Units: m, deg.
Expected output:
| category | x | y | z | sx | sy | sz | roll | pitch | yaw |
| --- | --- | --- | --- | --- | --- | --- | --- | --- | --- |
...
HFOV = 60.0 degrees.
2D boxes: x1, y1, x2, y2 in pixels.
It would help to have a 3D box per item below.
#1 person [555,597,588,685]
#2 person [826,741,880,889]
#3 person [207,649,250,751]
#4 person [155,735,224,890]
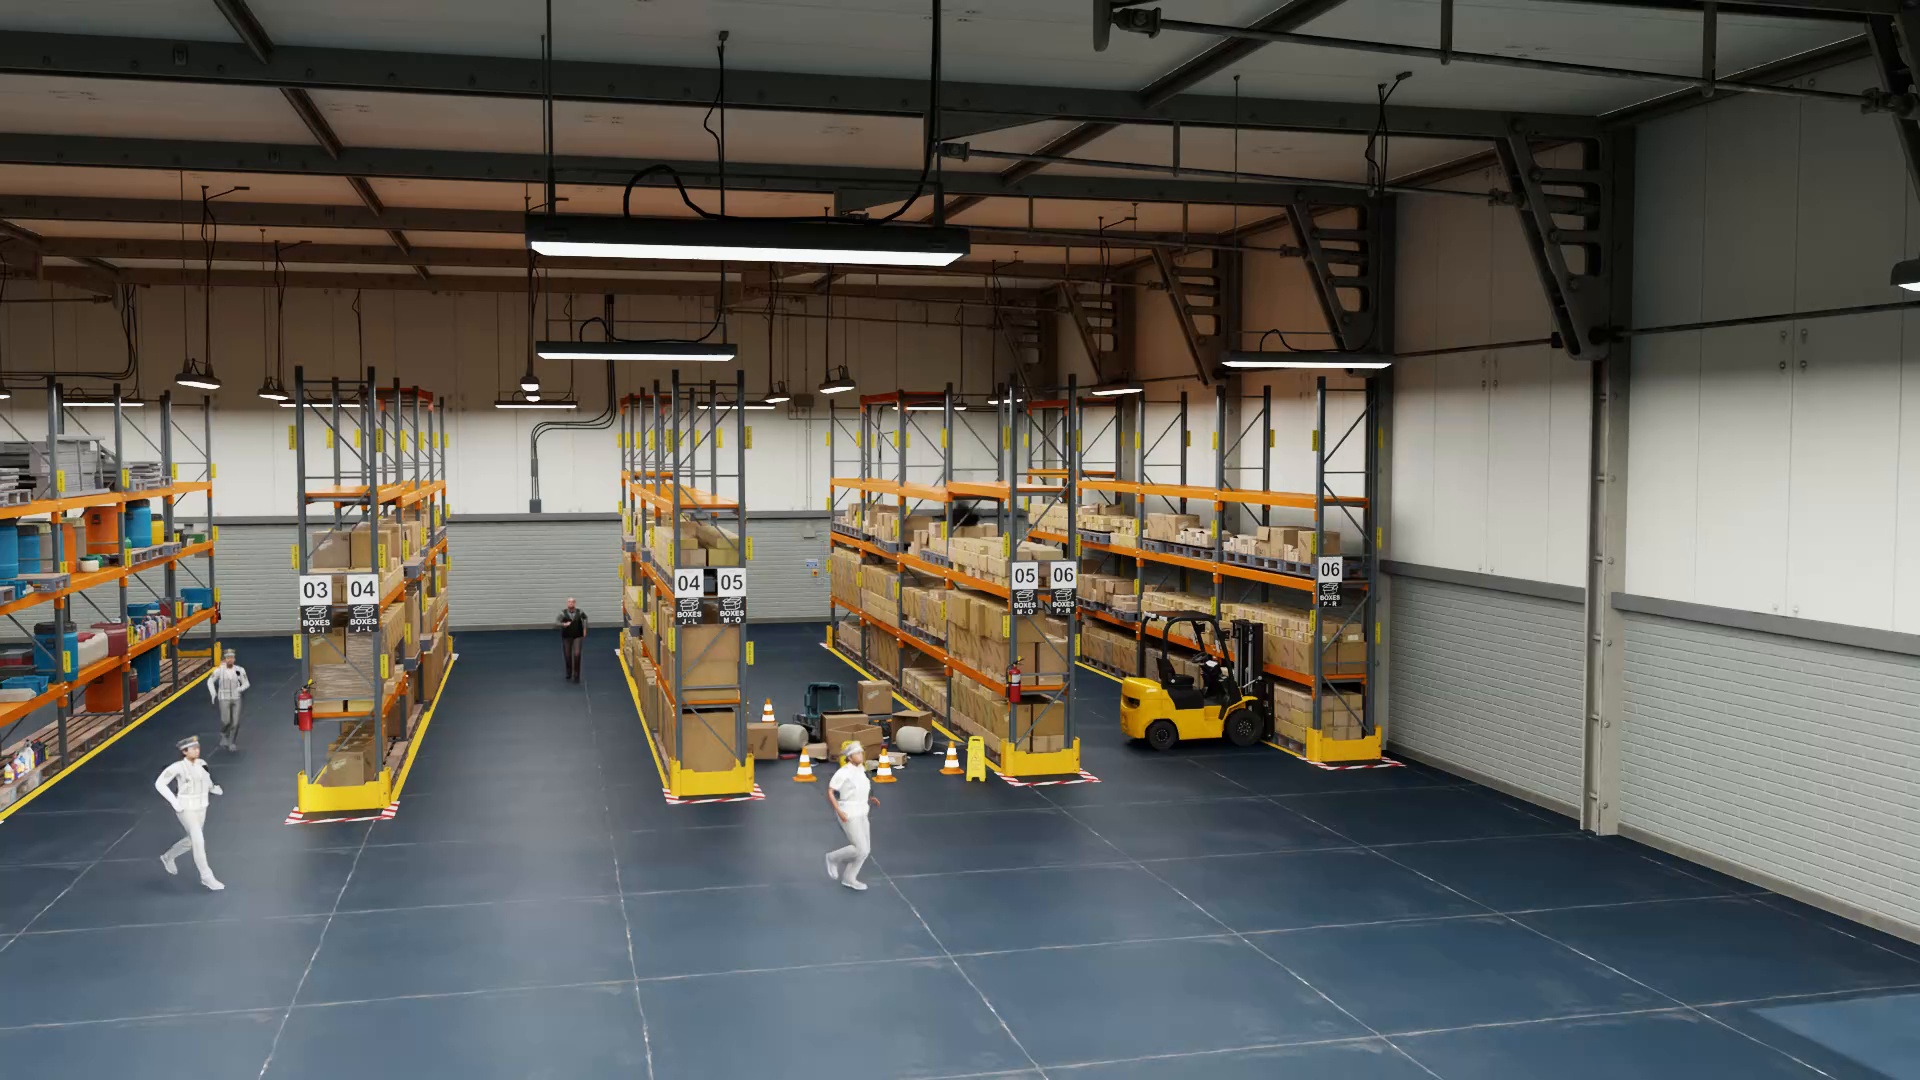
| category | x | y | z | sx | sy | sz | roll | pitch | yaw |
| --- | --- | --- | --- | --- | --- | --- | --- | --- | --- |
| person | -8.062 | 2.073 | 34.499 | 0.649 | 1.777 | 0.828 | -1 | 3 | -12 |
| person | -1.186 | 3.068 | 18.581 | 0.568 | 1.671 | 0.605 | 2 | 4 | 29 |
| person | -11.721 | 2.573 | 26.702 | 0.607 | 1.656 | 0.559 | -2 | 4 | -31 |
| person | -8.648 | 3.042 | 18.676 | 0.924 | 1.702 | 0.616 | 1 | 4 | 19 |
